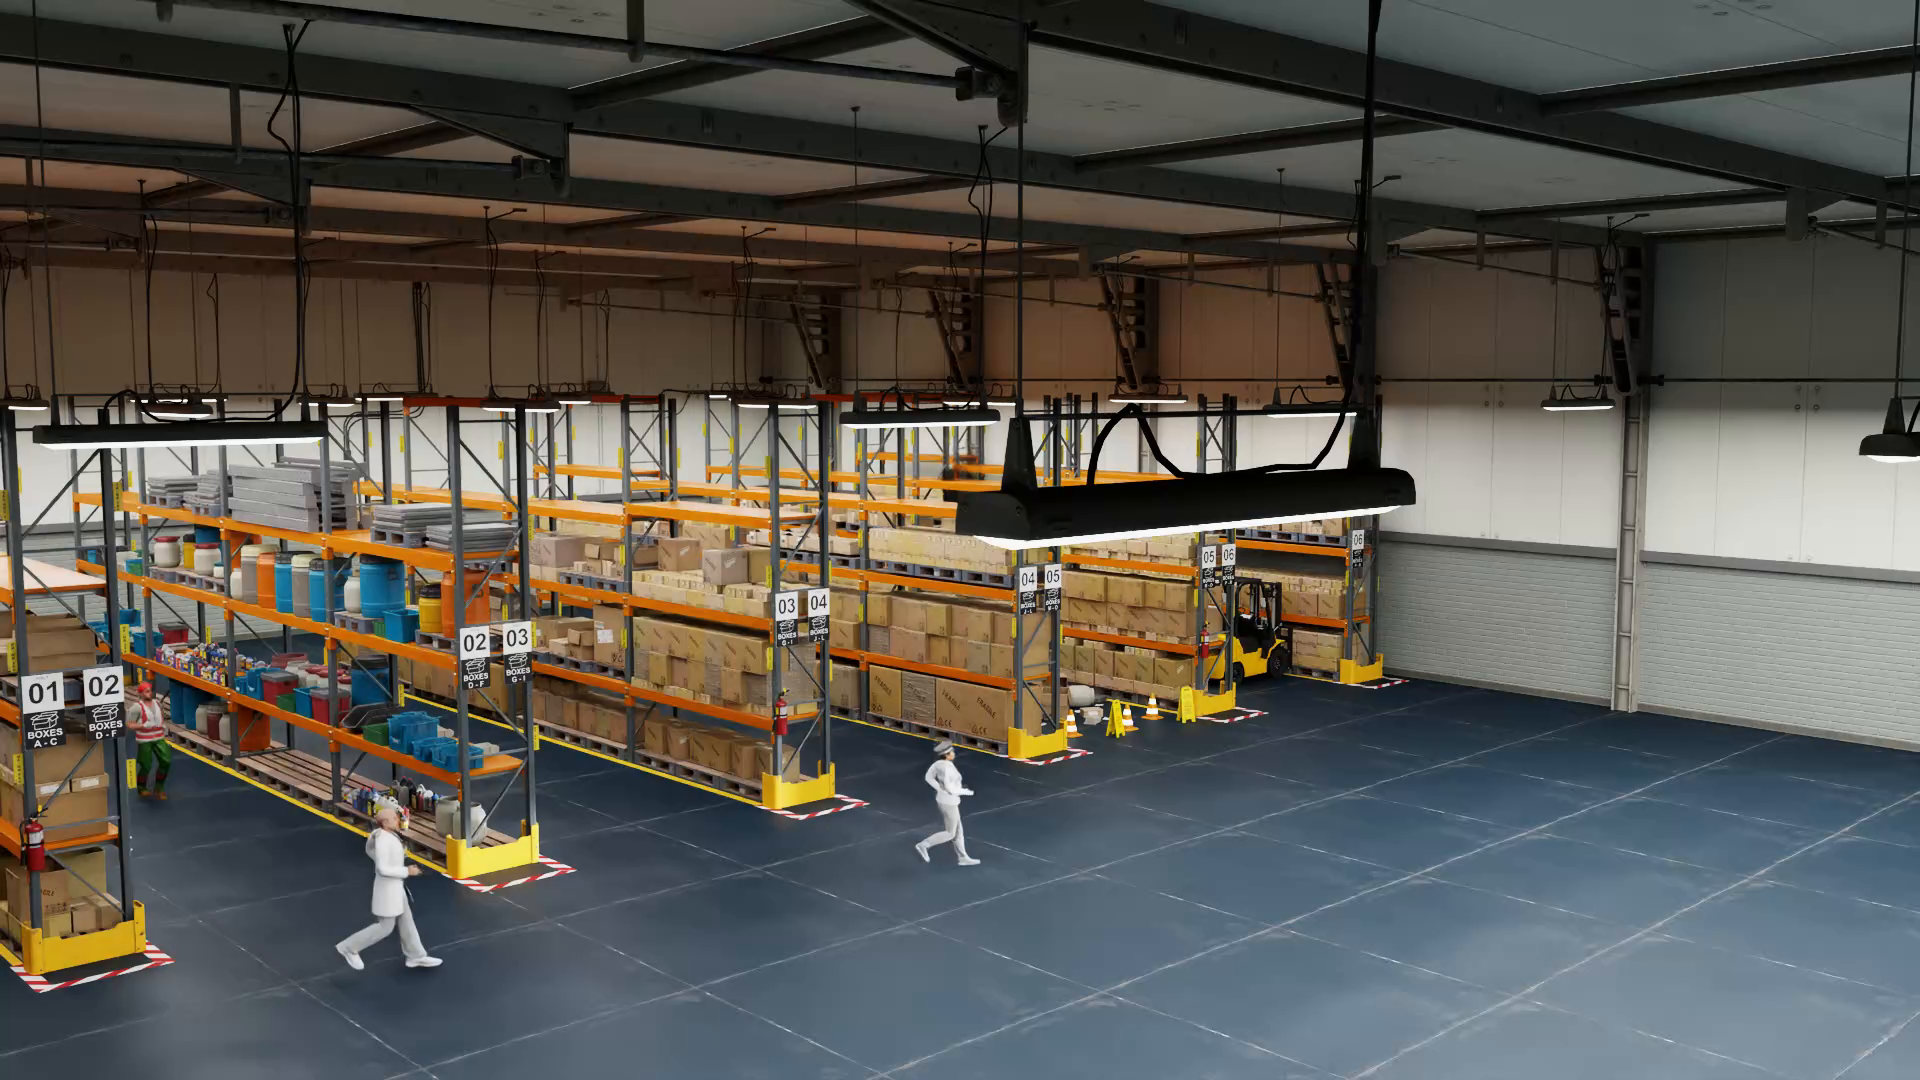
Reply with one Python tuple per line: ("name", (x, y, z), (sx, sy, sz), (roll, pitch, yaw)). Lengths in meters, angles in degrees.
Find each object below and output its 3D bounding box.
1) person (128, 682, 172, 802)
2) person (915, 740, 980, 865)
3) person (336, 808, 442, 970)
("person", (-12.119, 3.037, 24.932), (0.694, 1.823, 0.631), (4, 7, 36))
("person", (-0.175, 3.412, 21.480), (0.890, 1.664, 0.618), (-2, 6, -18))
("person", (-6.086, 3.720, 17.680), (1.057, 1.766, 0.724), (-1, 6, -14))
